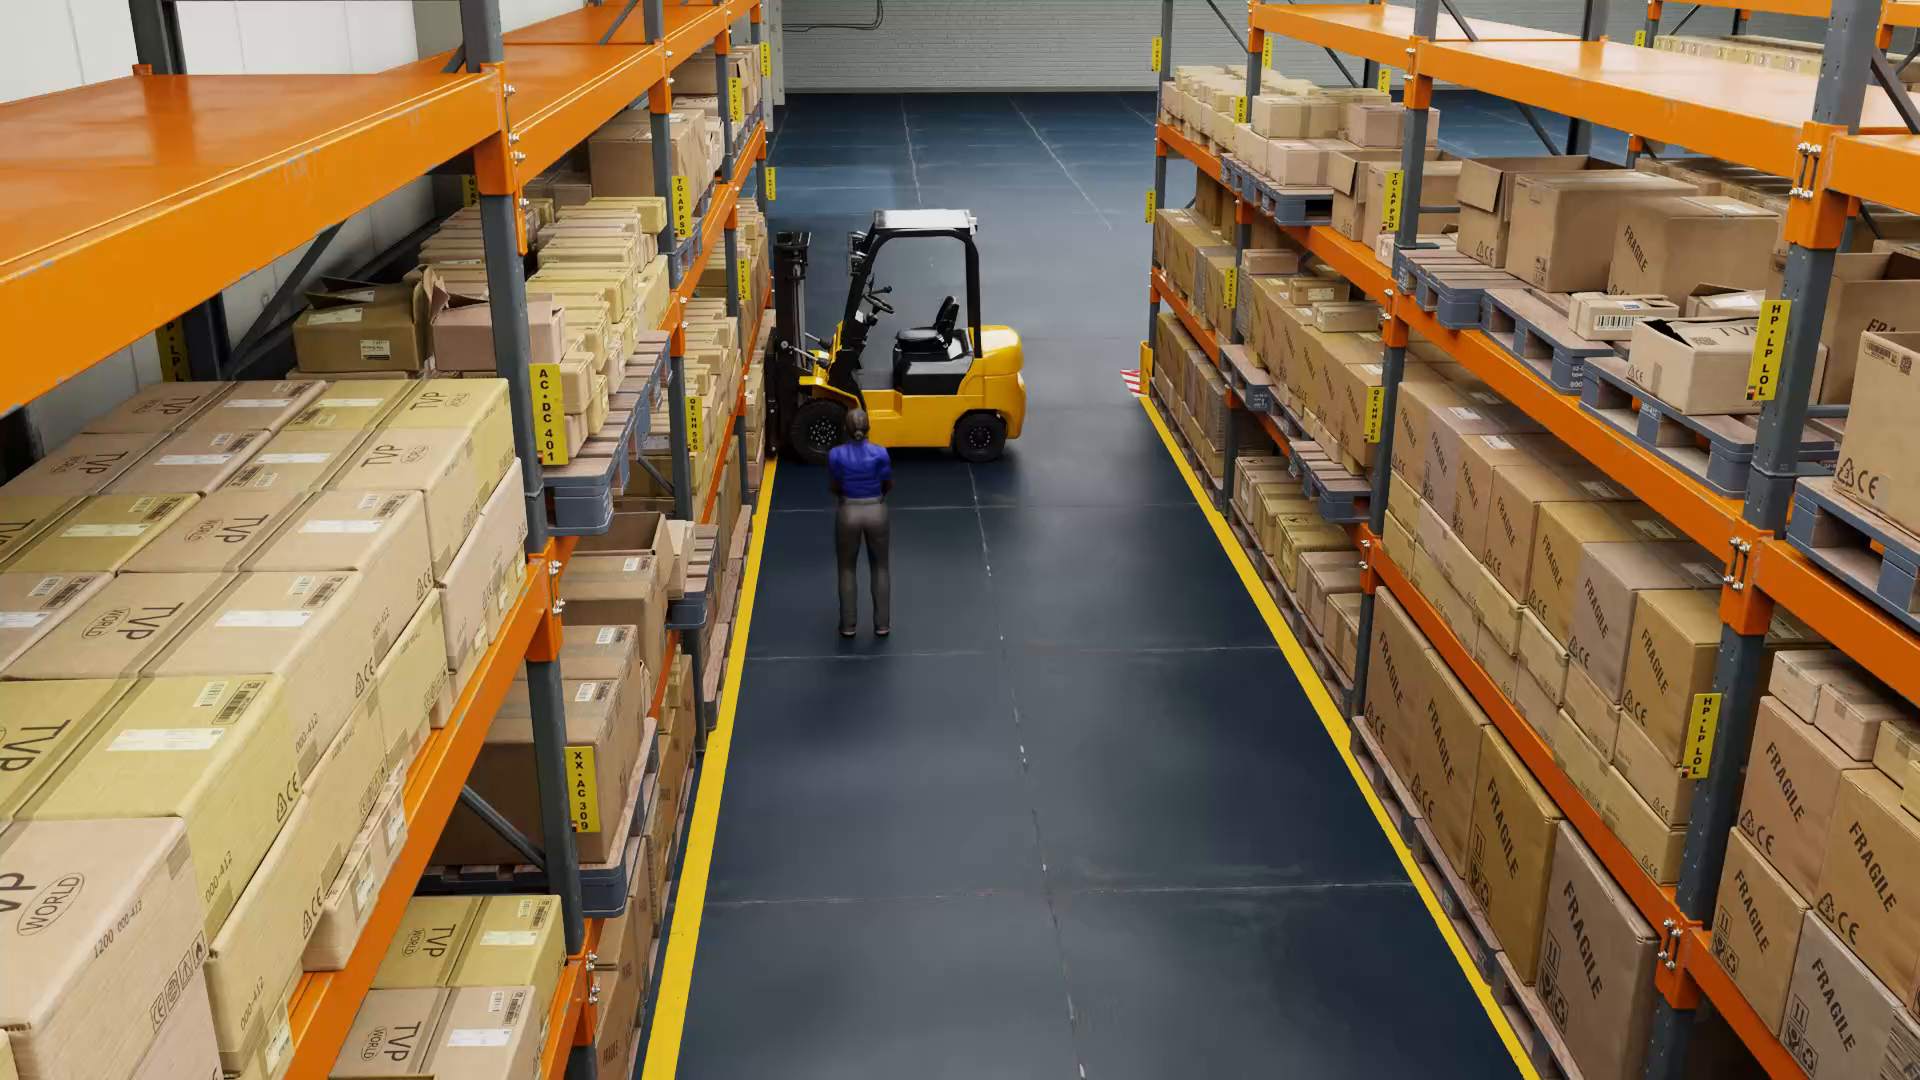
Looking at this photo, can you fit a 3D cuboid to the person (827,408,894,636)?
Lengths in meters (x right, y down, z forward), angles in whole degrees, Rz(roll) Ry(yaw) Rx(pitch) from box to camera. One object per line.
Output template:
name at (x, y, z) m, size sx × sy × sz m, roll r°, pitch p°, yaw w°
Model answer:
person at (-0.682, -0.159, 11.524) m, size 0.450 × 1.647 × 0.523 m, roll -1°, pitch 21°, yaw -4°
